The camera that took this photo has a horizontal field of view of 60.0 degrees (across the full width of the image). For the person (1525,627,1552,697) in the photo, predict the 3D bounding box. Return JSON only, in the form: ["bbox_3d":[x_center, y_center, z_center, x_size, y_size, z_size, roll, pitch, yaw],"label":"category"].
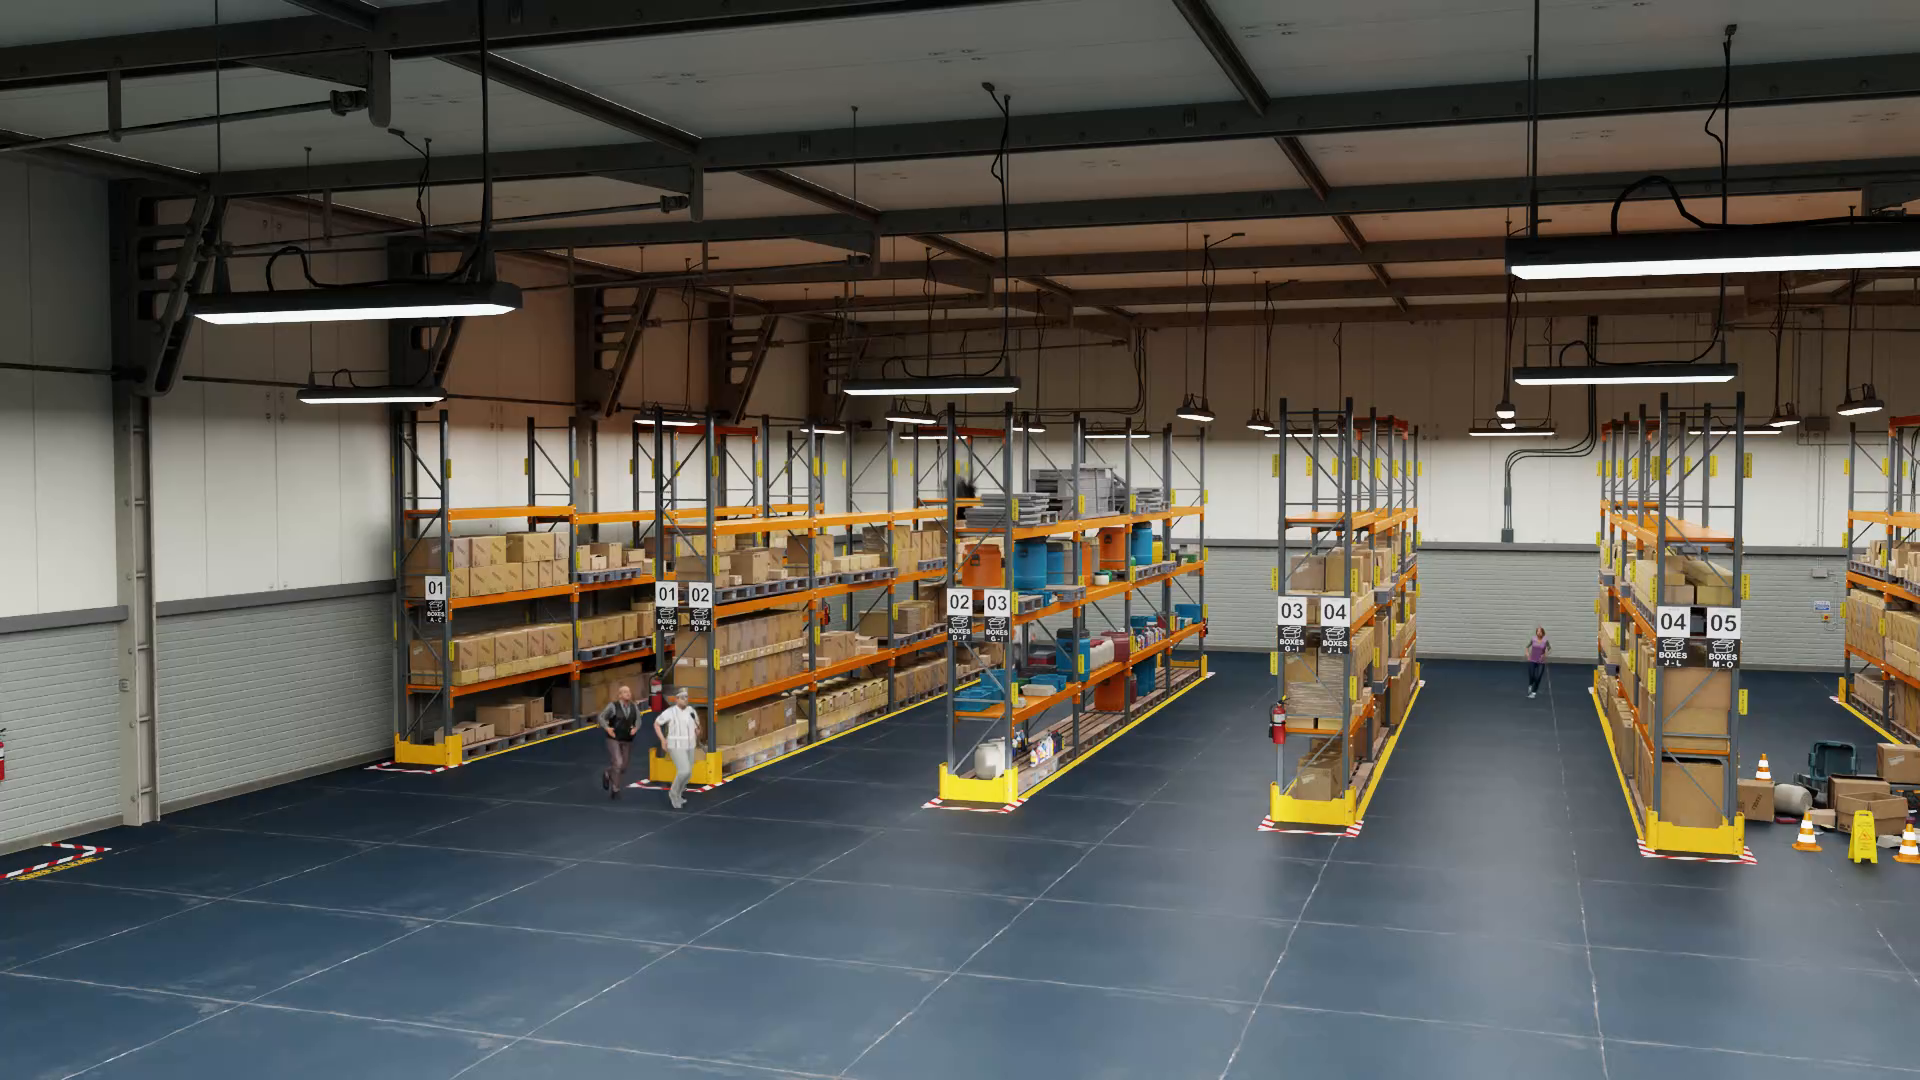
[{"bbox_3d":[12.607,2.669,36.268,0.574,1.552,0.469,1,3,23],"label":"person"}]

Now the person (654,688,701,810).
[{"bbox_3d":[-4.084,3.072,24.510,0.703,1.795,0.641,2,3,43],"label":"person"}]

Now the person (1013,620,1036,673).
[{"bbox_3d":[1.347,2.299,36.990,0.672,1.839,0.756,0,2,9],"label":"person"}]

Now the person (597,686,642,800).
[{"bbox_3d":[-5.209,3.085,25.514,0.698,1.692,0.766,-2,3,-34],"label":"person"}]
